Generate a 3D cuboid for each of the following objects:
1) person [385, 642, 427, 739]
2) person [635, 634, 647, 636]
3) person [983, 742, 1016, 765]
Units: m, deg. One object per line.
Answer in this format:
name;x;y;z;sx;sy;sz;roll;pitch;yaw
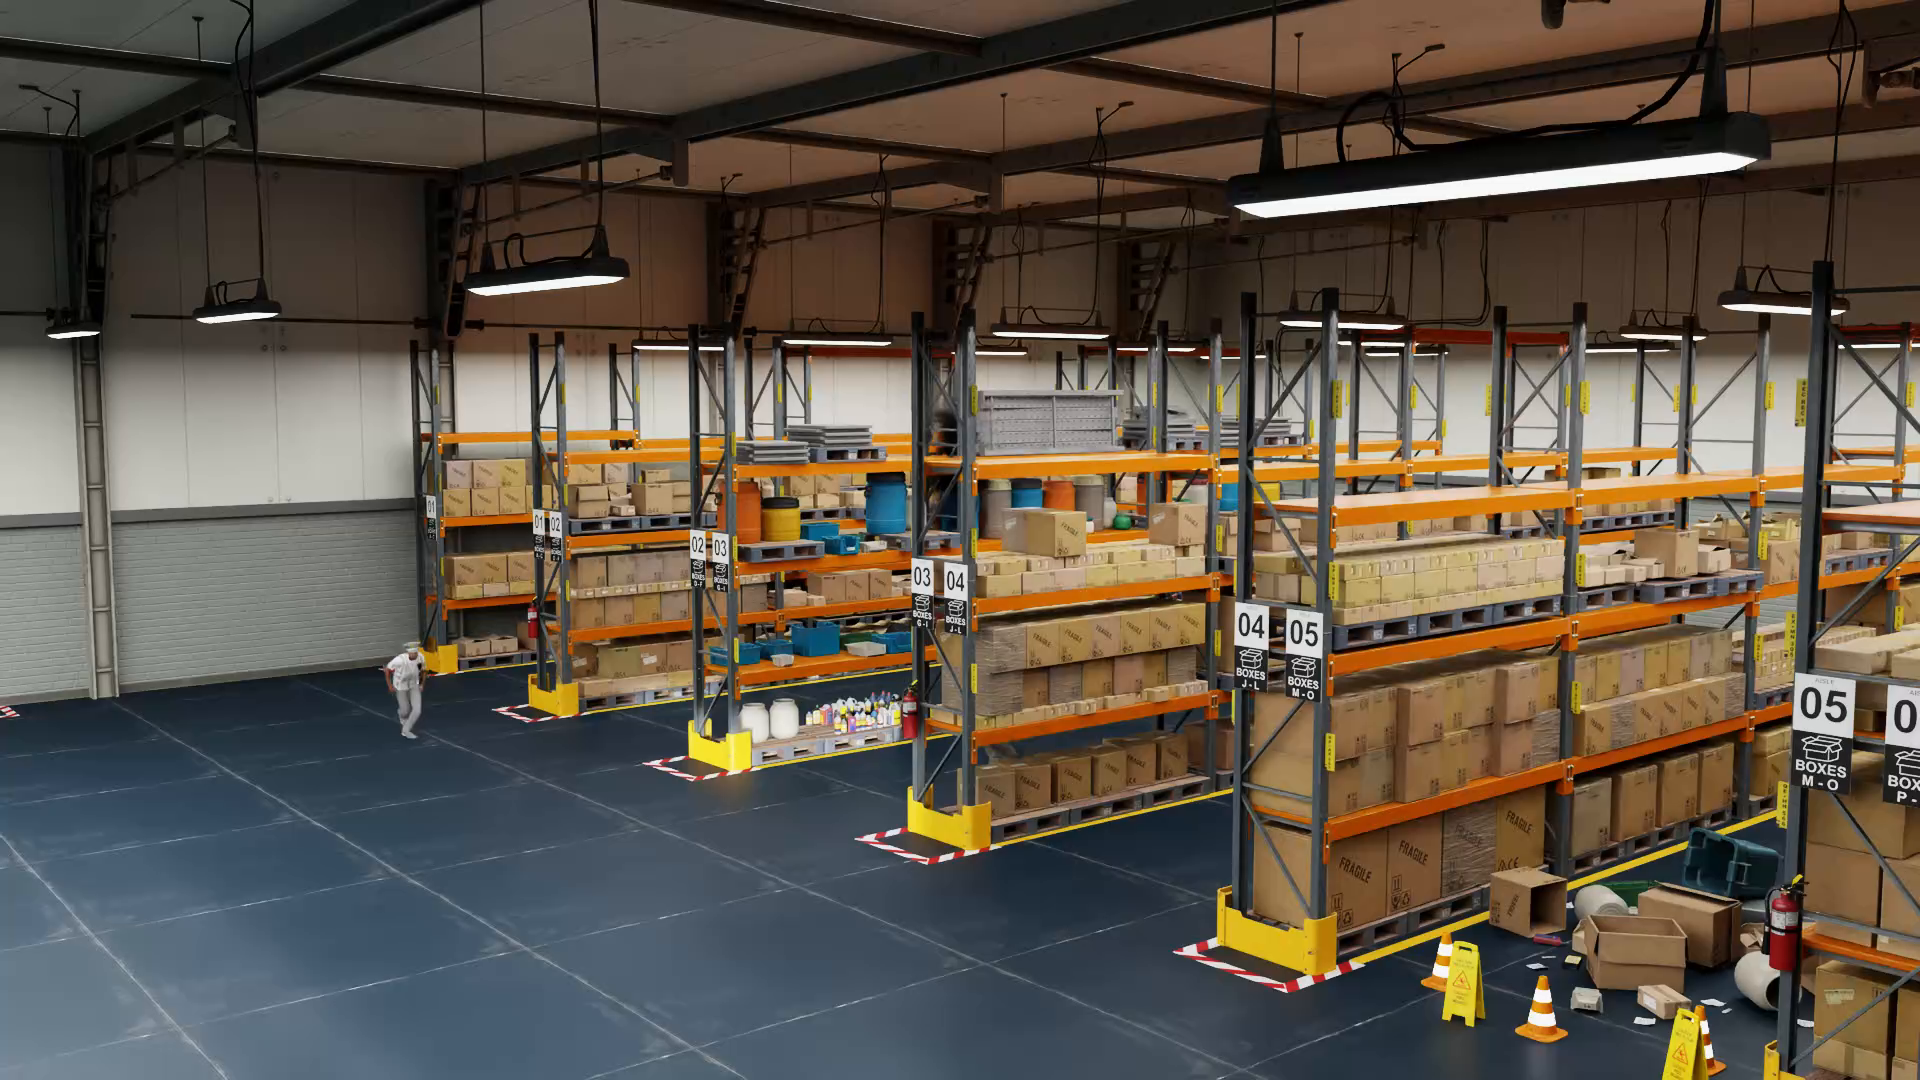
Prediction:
person;-8.131;2.194;24.382;0.588;1.468;0.883;-3;6;-33
person;-5.626;1.592;29.207;0.690;1.749;1.009;4;7;37
person;0.452;2.098;21.253;0.583;1.717;0.755;-1;5;-7
